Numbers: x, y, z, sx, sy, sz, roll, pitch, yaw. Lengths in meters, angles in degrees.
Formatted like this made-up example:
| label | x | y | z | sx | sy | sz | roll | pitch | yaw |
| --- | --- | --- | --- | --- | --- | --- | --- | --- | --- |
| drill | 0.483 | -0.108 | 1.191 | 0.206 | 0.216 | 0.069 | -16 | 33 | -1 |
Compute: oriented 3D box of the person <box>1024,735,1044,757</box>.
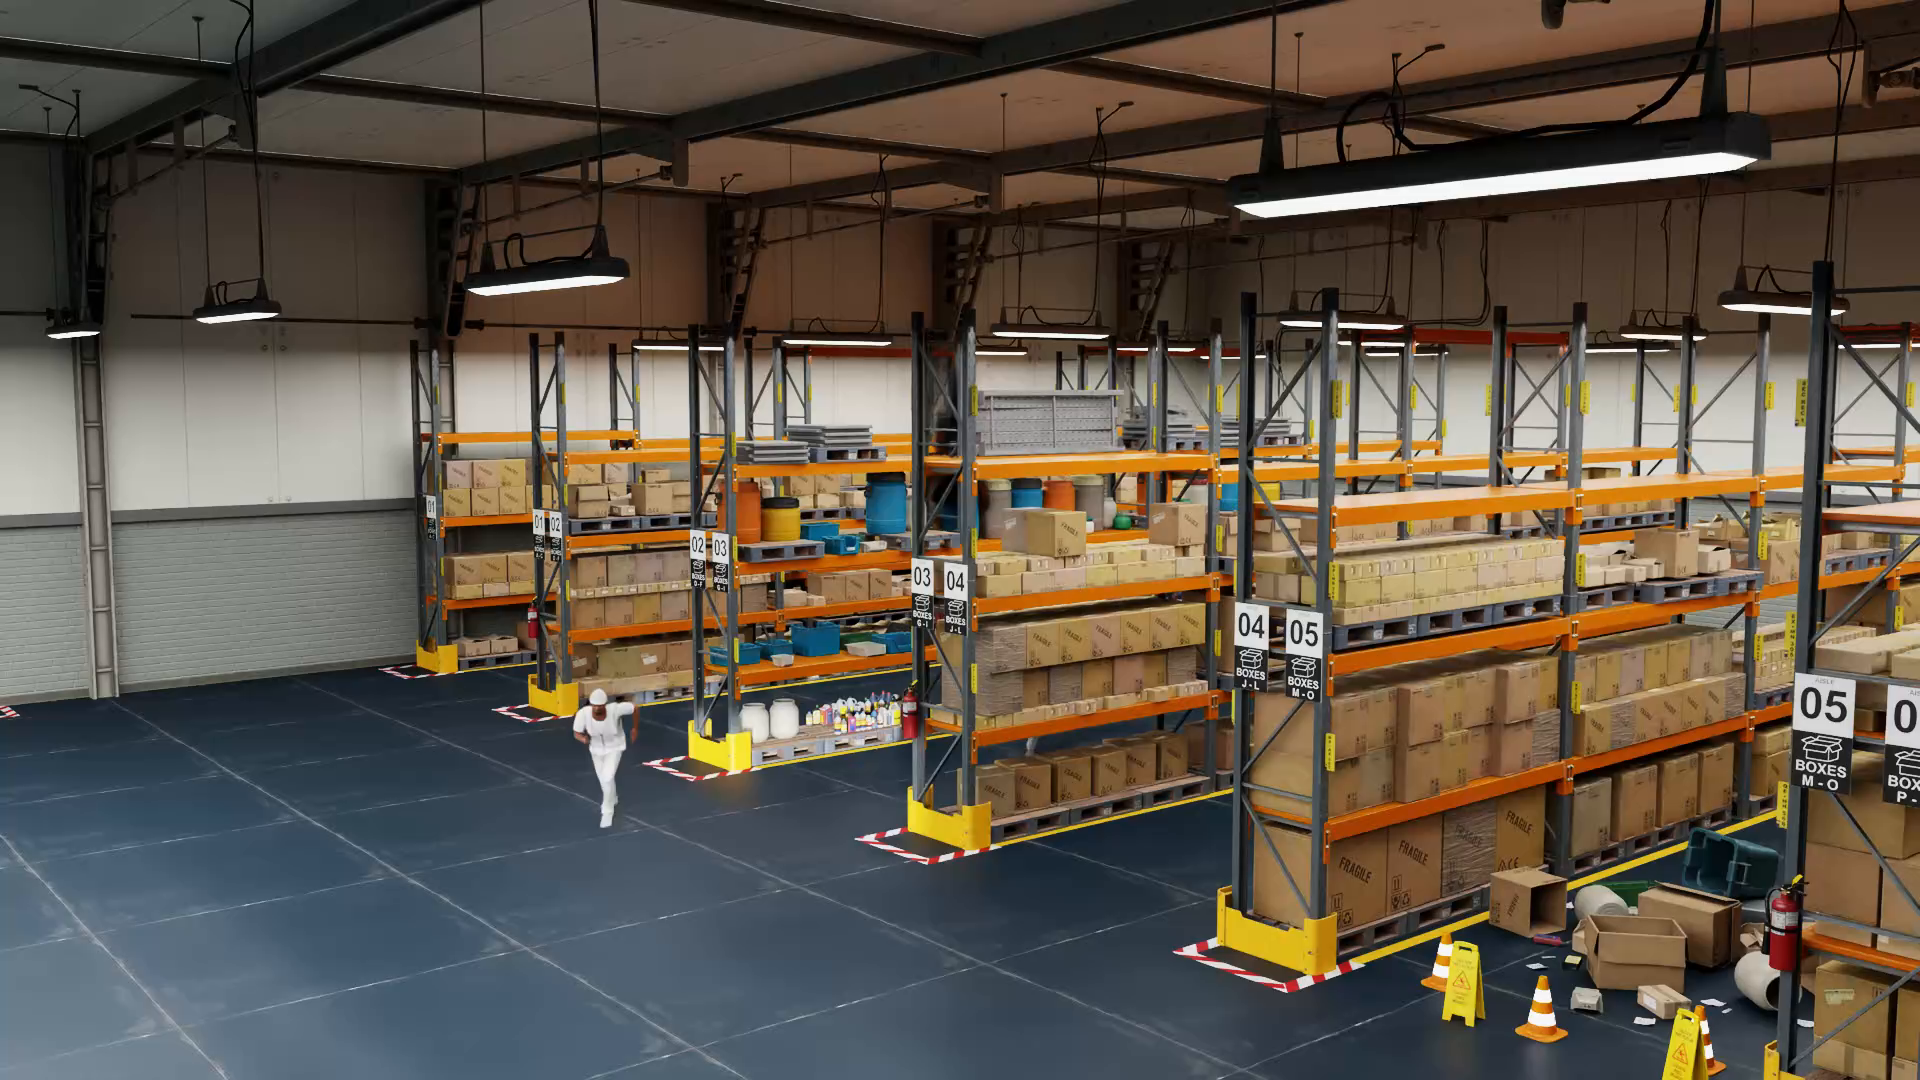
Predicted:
| label | x | y | z | sx | sy | sz | roll | pitch | yaw |
| --- | --- | --- | --- | --- | --- | --- | --- | --- | --- |
| person | 1.063 | 2.223 | 23.394 | 0.636 | 1.632 | 0.614 | 3 | 6 | 31 |

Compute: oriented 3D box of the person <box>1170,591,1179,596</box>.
| label | x | y | z | sx | sy | sz | roll | pitch | yaw |
| --- | --- | --- | --- | --- | --- | --- | --- | --- | --- |
| person | 4.283 | 1.301 | 32.310 | 0.973 | 1.728 | 0.689 | -4 | 7 | -40 |

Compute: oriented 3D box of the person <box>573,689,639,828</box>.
| label | x | y | z | sx | sy | sz | roll | pitch | yaw |
| --- | --- | --- | --- | --- | --- | --- | --- | --- | --- |
| person | -4.169 | 2.549 | 19.694 | 0.745 | 1.698 | 1.004 | 0 | 5 | 1 |
